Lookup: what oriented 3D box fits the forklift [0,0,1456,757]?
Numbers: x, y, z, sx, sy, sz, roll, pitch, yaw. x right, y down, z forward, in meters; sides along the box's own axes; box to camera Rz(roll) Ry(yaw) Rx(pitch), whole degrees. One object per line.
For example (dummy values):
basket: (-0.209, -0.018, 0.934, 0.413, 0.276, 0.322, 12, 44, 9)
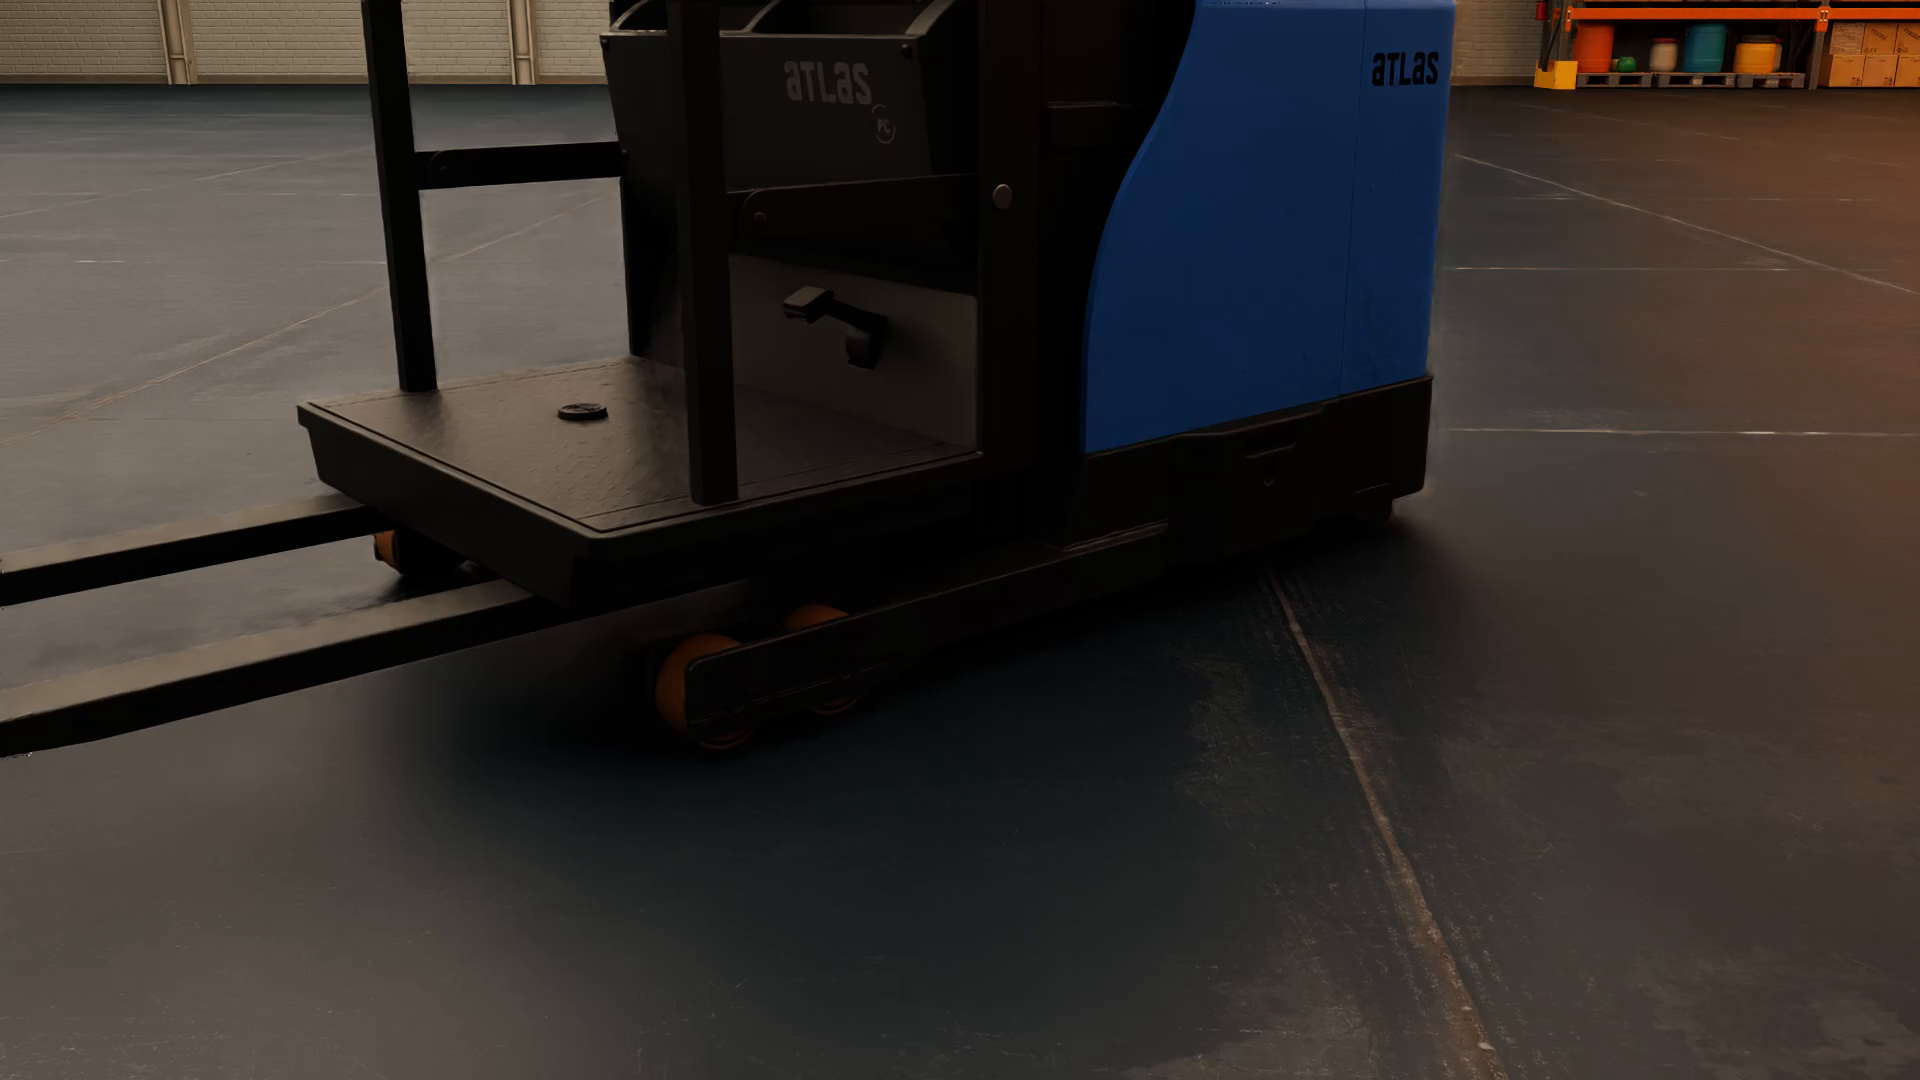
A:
forklift: (-0.468, -1.272, 2.525, 3.031, 2.935, 1.130, -14, 22, -39)
